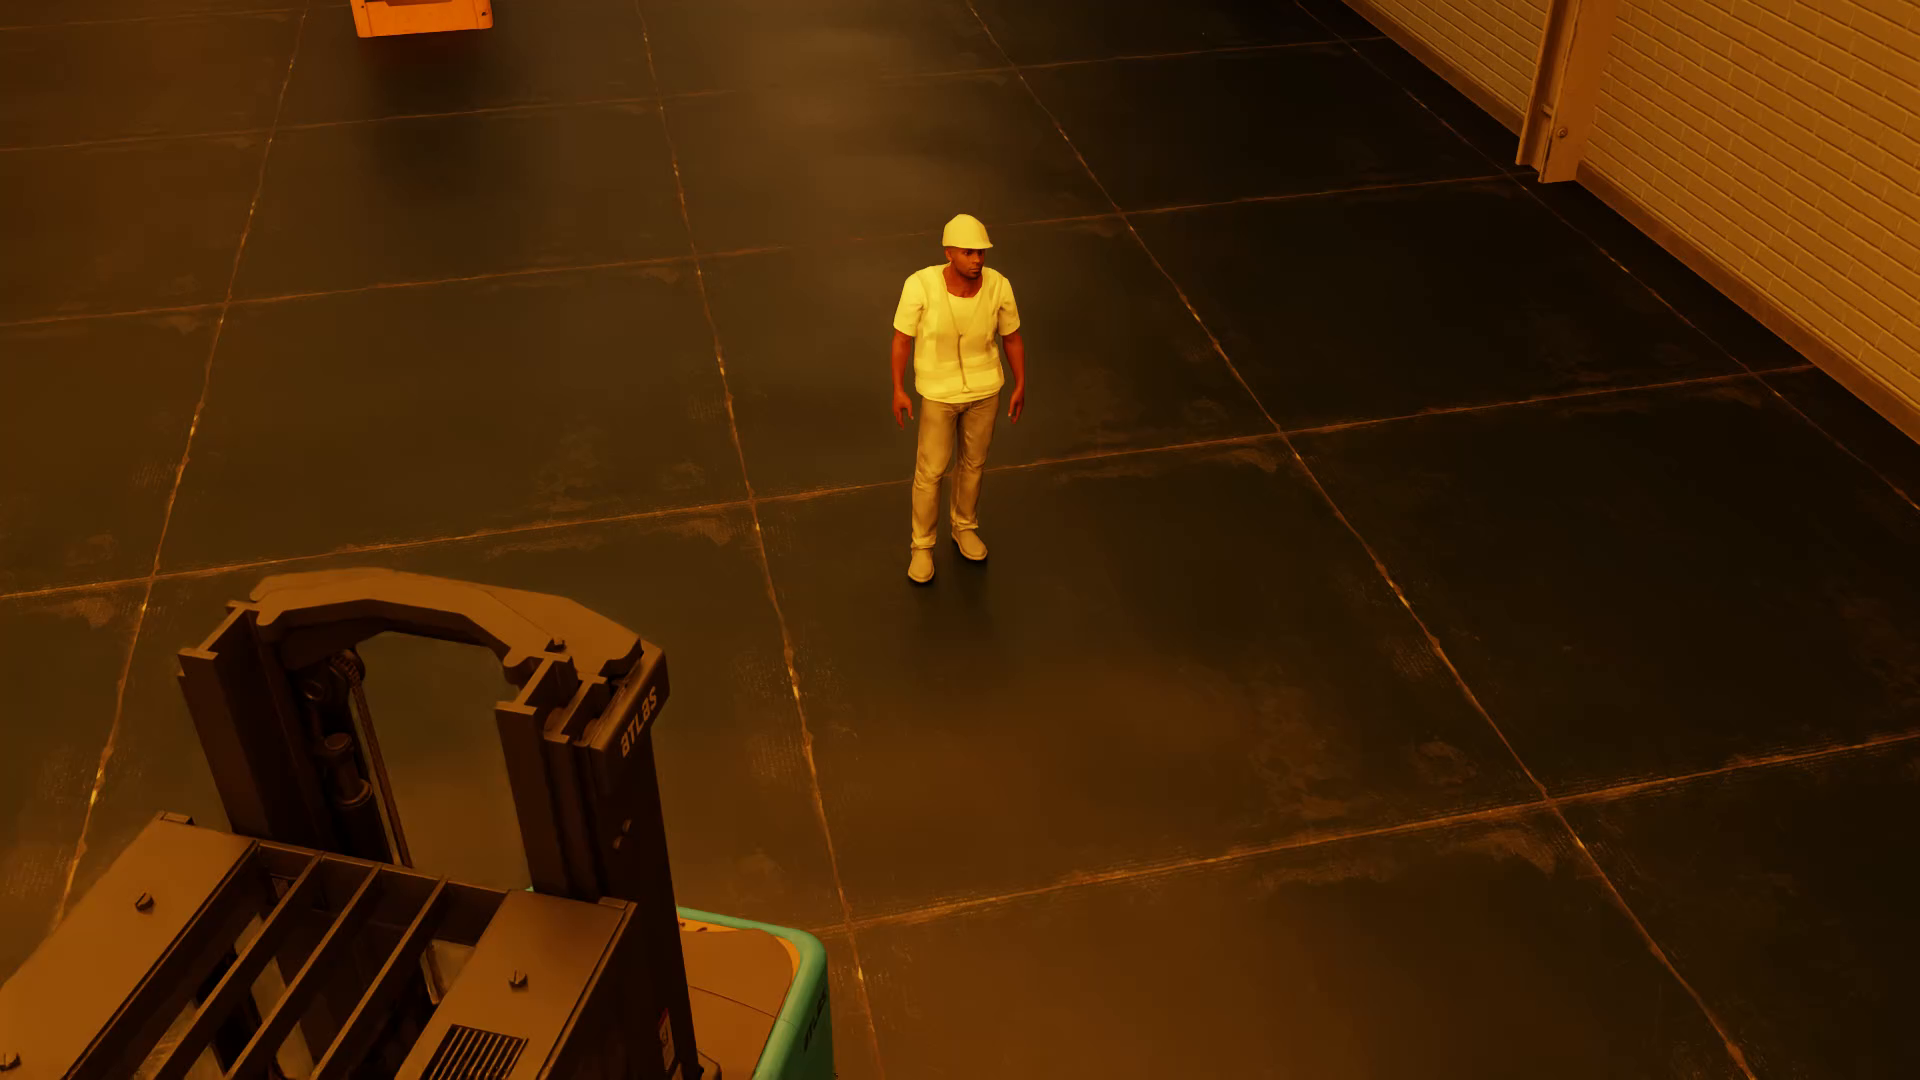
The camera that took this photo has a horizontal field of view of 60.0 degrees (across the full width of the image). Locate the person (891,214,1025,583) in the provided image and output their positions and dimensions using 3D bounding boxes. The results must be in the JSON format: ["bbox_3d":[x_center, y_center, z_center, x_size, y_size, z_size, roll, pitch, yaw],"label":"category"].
[{"bbox_3d":[0.009,-0.683,7.983,0.665,1.765,0.577,-8,36,-11],"label":"person"}]

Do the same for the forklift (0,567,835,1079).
[{"bbox_3d":[-1.237,1.651,3.757,1.130,2.935,3.031,8,37,11],"label":"forklift"}]
